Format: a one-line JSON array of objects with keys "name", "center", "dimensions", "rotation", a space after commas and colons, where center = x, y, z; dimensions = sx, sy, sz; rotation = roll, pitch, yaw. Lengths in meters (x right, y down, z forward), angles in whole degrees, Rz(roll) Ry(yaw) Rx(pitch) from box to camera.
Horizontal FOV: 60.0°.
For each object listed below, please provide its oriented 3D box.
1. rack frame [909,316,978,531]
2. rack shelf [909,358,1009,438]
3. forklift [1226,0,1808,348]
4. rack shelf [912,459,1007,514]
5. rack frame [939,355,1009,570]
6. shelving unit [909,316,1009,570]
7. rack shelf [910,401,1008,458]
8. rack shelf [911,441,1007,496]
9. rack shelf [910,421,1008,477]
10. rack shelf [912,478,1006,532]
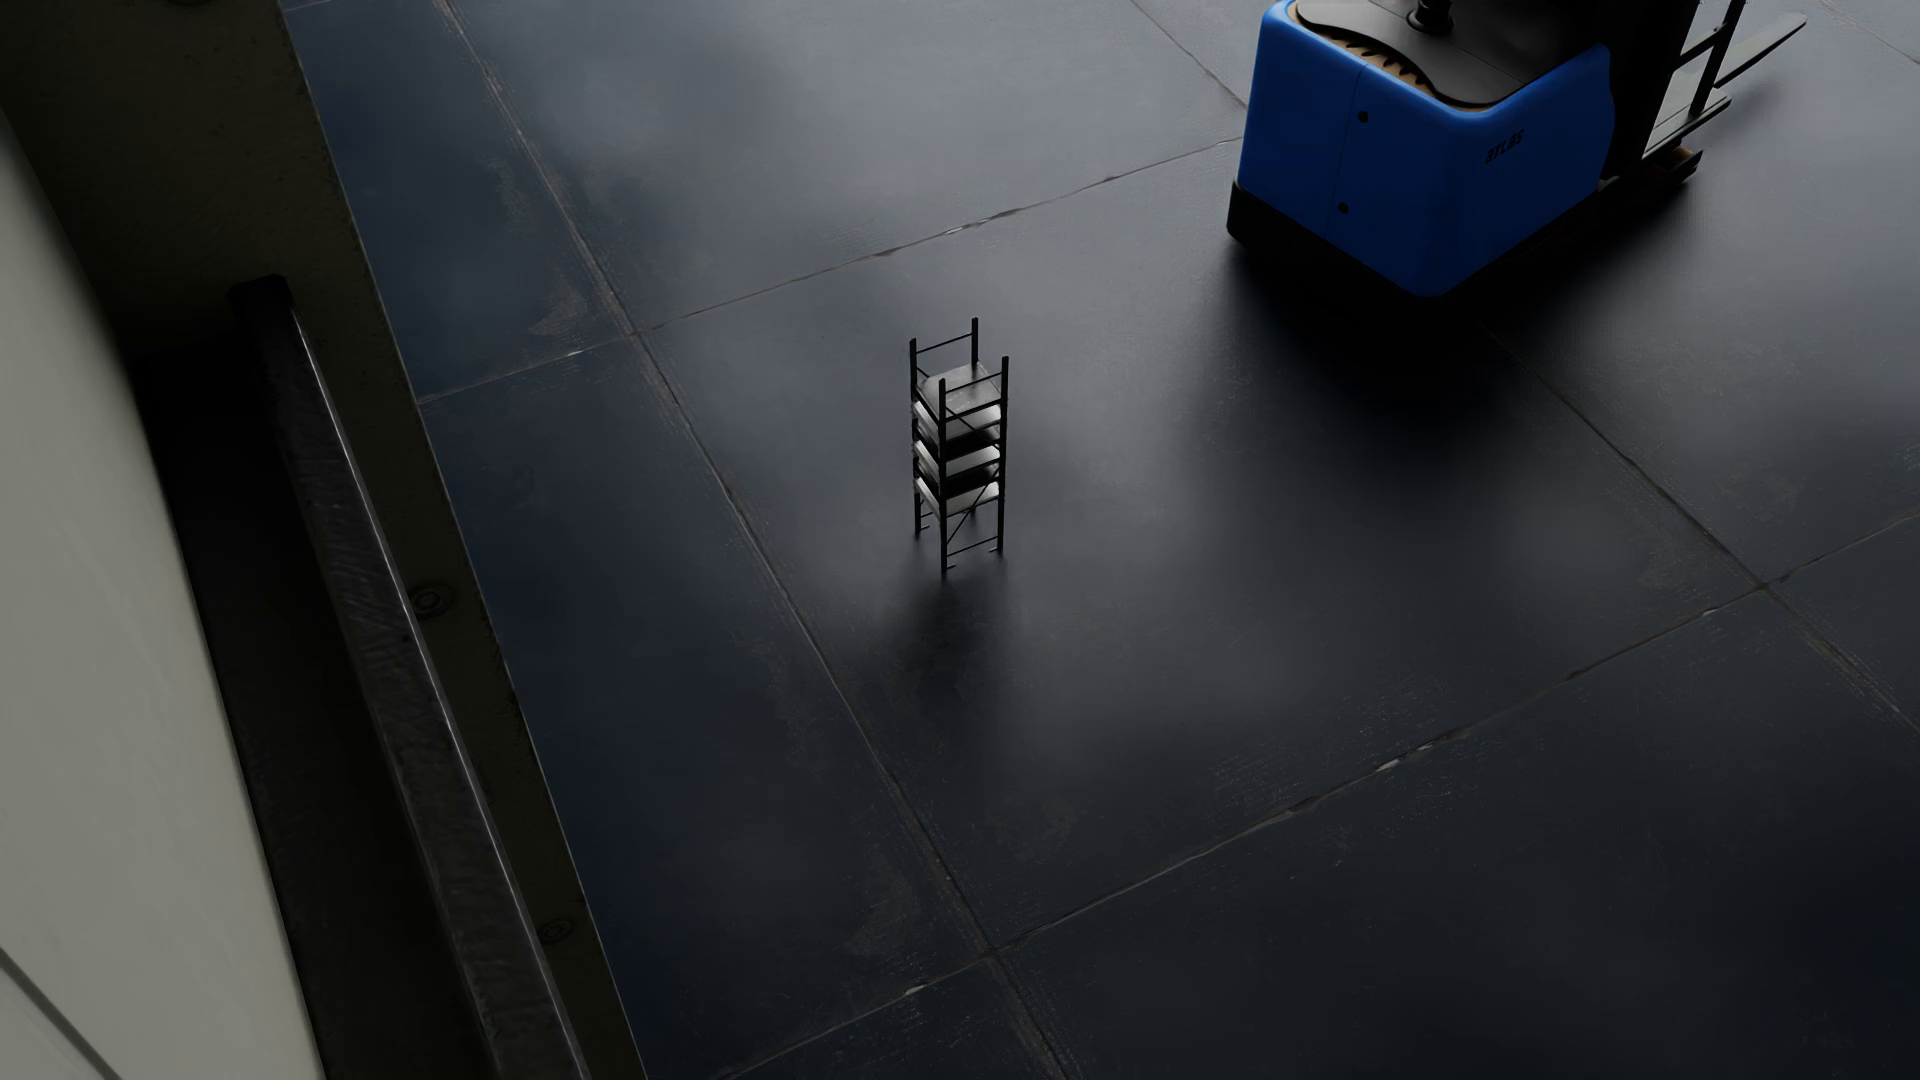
[{"name": "rack frame", "center": [-0.050, -0.370, 5.574], "dimensions": [0.240, 0.900, 0.006], "rotation": [-21, 52, -18]}, {"name": "rack shelf", "center": [-0.004, -0.458, 5.337], "dimensions": [0.258, 0.077, 0.200], "rotation": [-21, 52, -18]}, {"name": "forklift", "center": [2.546, -2.668, 6.235], "dimensions": [3.031, 2.935, 1.130], "rotation": [-33, 57, -26]}, {"name": "rack shelf", "center": [-0.004, -0.221, 5.608], "dimensions": [0.258, 0.077, 0.200], "rotation": [-21, 52, -18]}, {"name": "rack frame", "center": [0.043, -0.234, 5.455], "dimensions": [0.240, 0.900, 0.006], "rotation": [-21, 52, -18]}, {"name": "shelving unit", "center": [-0.004, -0.302, 5.515], "dimensions": [0.258, 0.900, 0.210], "rotation": [-21, 52, -18]}, {"name": "rack shelf", "center": [-0.004, -0.398, 5.404], "dimensions": [0.258, 0.077, 0.200], "rotation": [-21, 52, -18]}, {"name": "rack shelf", "center": [-0.004, -0.280, 5.540], "dimensions": [0.258, 0.077, 0.200], "rotation": [-21, 52, -18]}, {"name": "rack shelf", "center": [-0.004, -0.339, 5.472], "dimensions": [0.258, 0.077, 0.200], "rotation": [-21, 52, -18]}, {"name": "rack shelf", "center": [-0.004, -0.161, 5.675], "dimensions": [0.258, 0.077, 0.200], "rotation": [-21, 52, -18]}]
